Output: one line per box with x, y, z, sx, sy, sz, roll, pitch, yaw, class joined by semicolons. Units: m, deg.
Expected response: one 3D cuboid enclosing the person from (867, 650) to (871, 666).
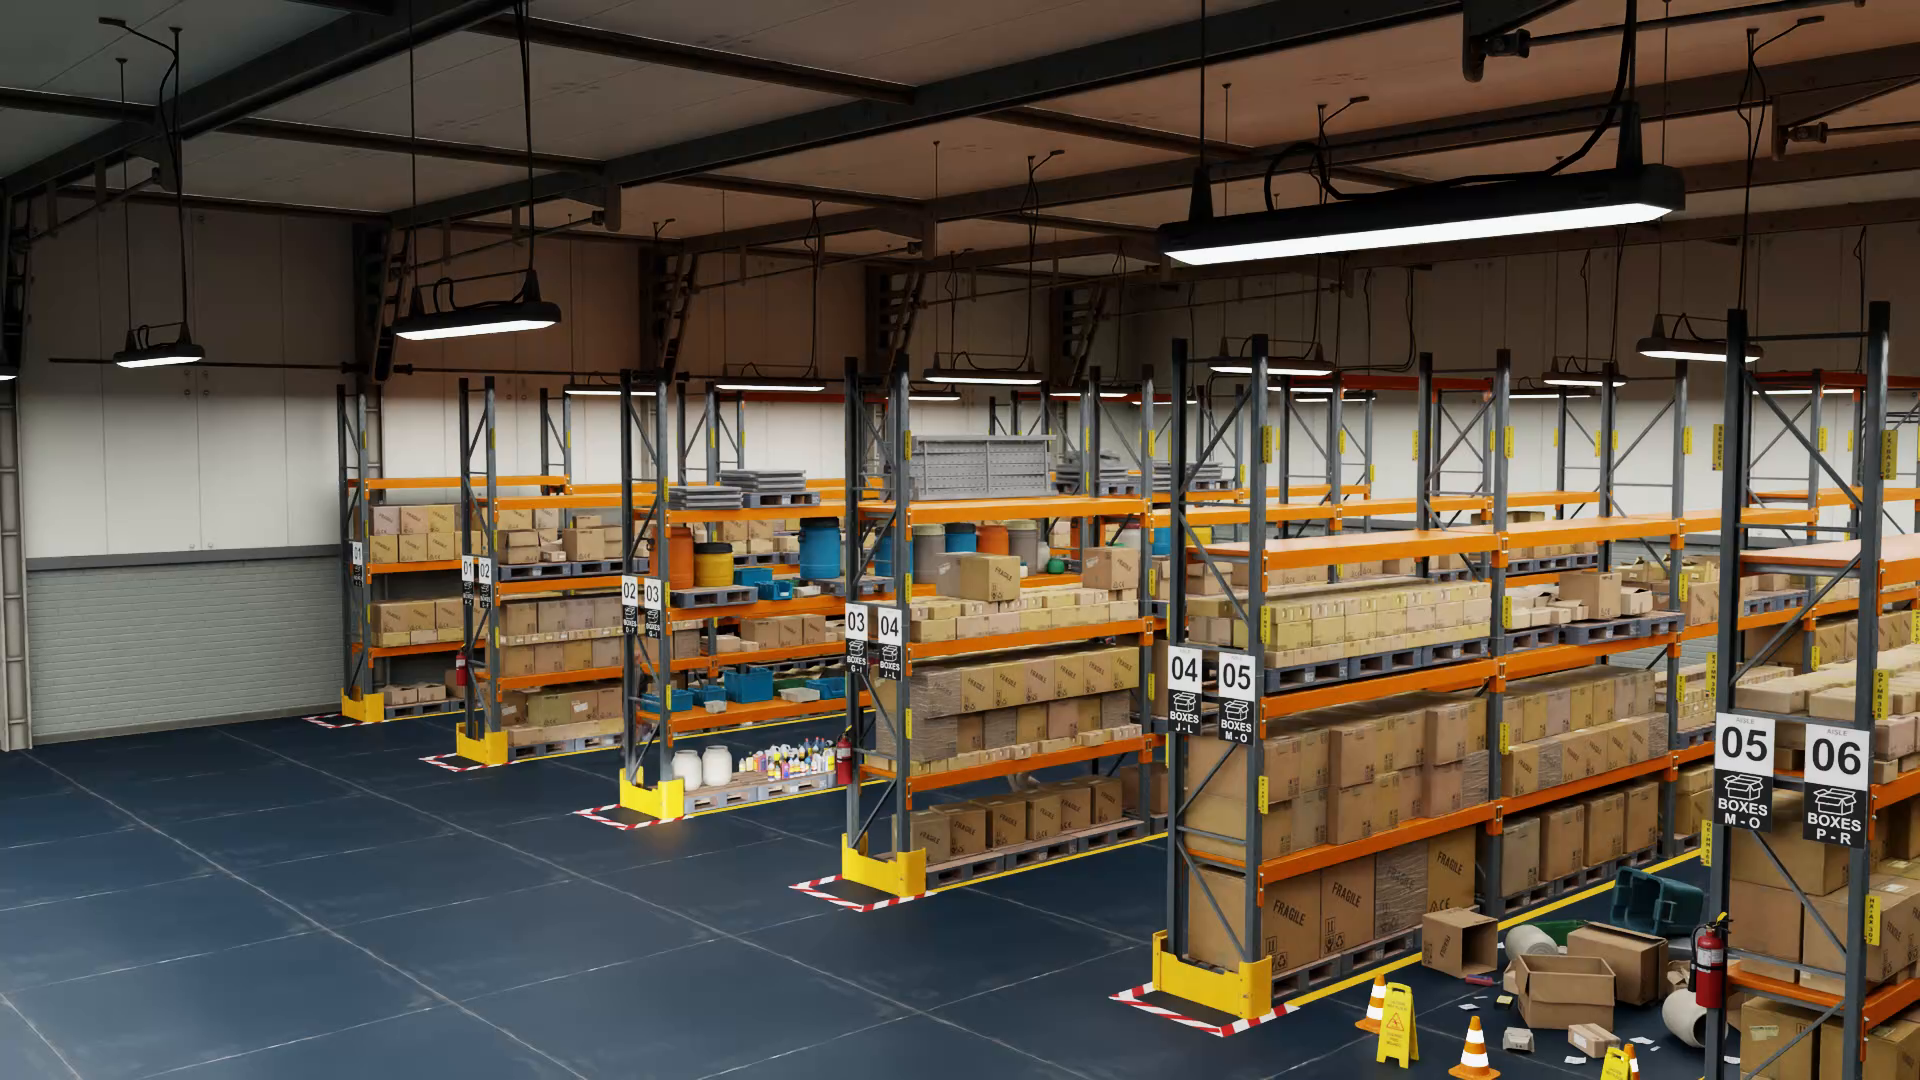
-1.735;1.796;34.863;0.578;1.706;0.681;3;5;40;person

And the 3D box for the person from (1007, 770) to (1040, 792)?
0.919;2.845;22.494;0.625;1.706;0.600;-2;4;-25;person

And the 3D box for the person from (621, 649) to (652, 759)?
-5.129;2.579;26.198;0.464;1.710;0.568;-2;4;-28;person
